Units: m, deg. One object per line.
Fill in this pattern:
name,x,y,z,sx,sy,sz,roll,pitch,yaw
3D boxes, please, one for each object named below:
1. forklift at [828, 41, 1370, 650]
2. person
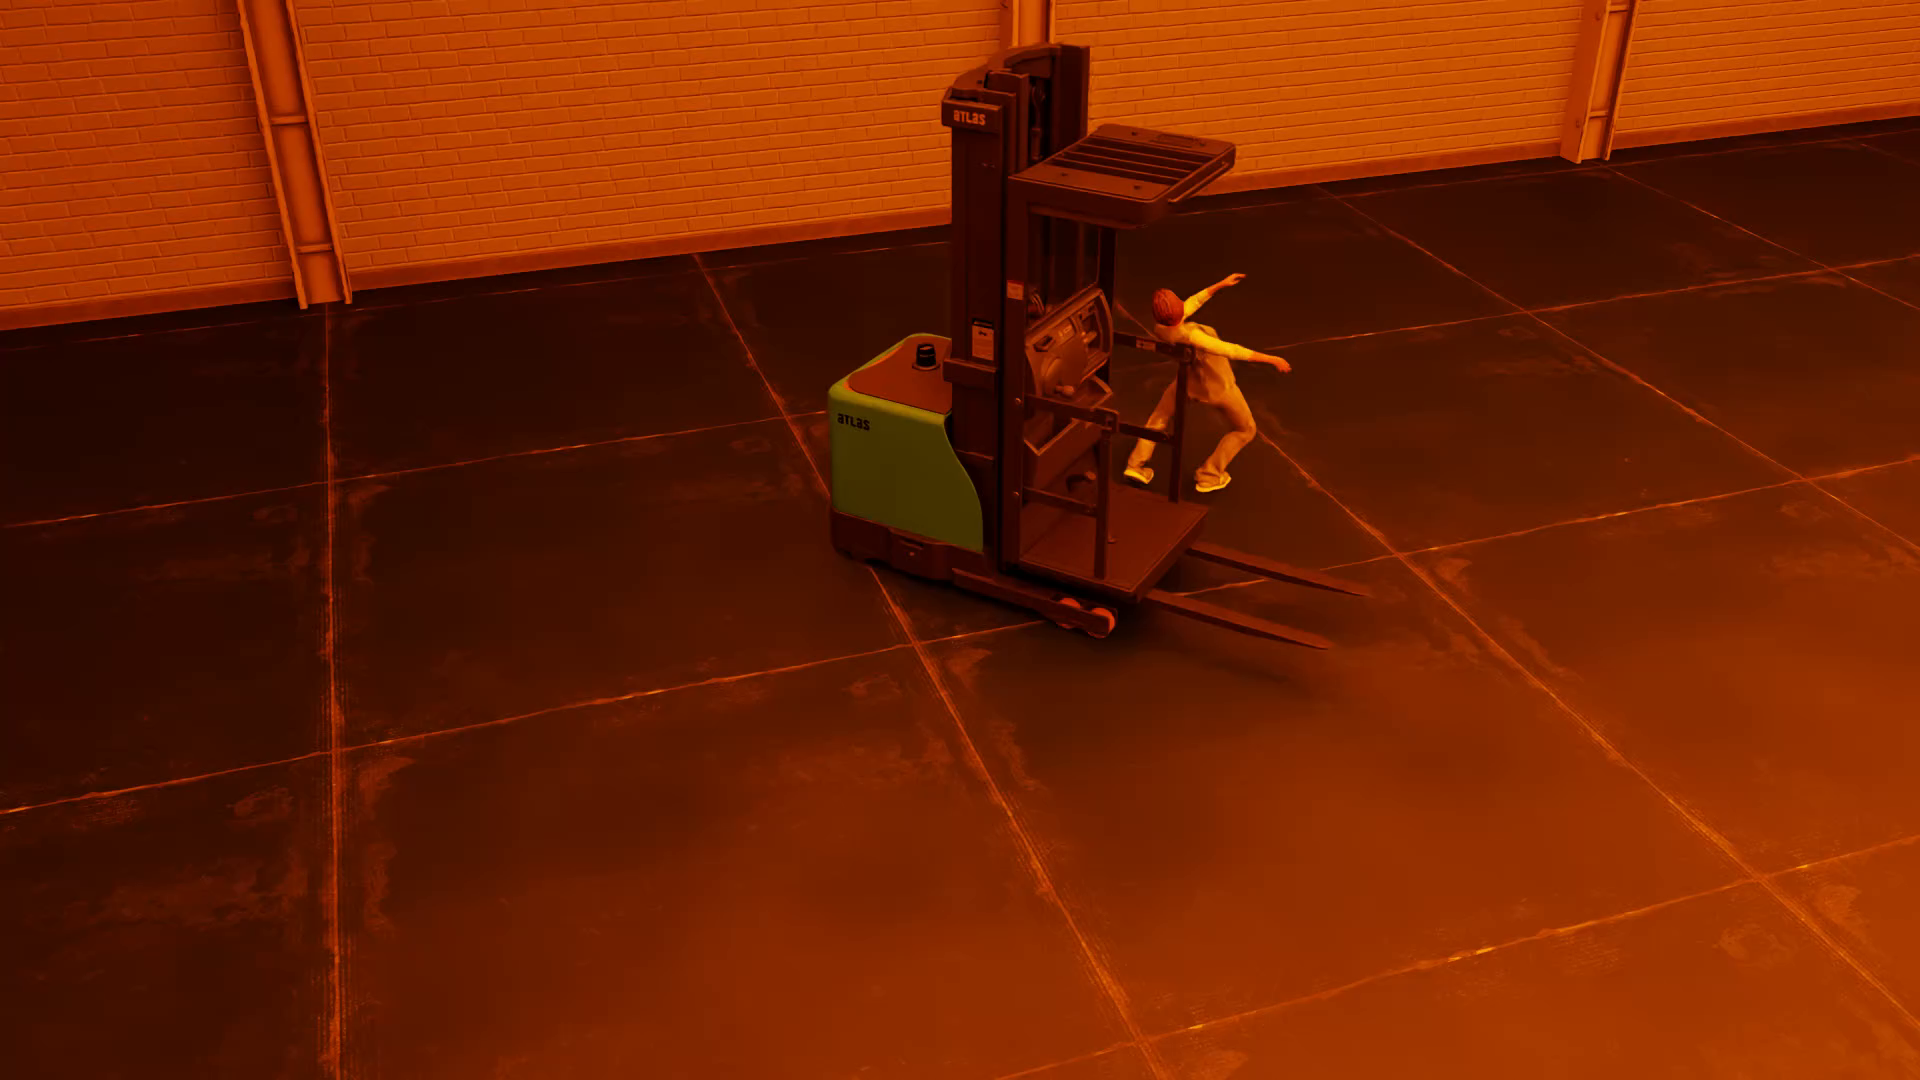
forklift,0.770,-1.037,8.888,3.031,2.935,1.130,16,34,26
person,1.547,-0.895,10.173,0.895,1.347,0.676,19,35,29
